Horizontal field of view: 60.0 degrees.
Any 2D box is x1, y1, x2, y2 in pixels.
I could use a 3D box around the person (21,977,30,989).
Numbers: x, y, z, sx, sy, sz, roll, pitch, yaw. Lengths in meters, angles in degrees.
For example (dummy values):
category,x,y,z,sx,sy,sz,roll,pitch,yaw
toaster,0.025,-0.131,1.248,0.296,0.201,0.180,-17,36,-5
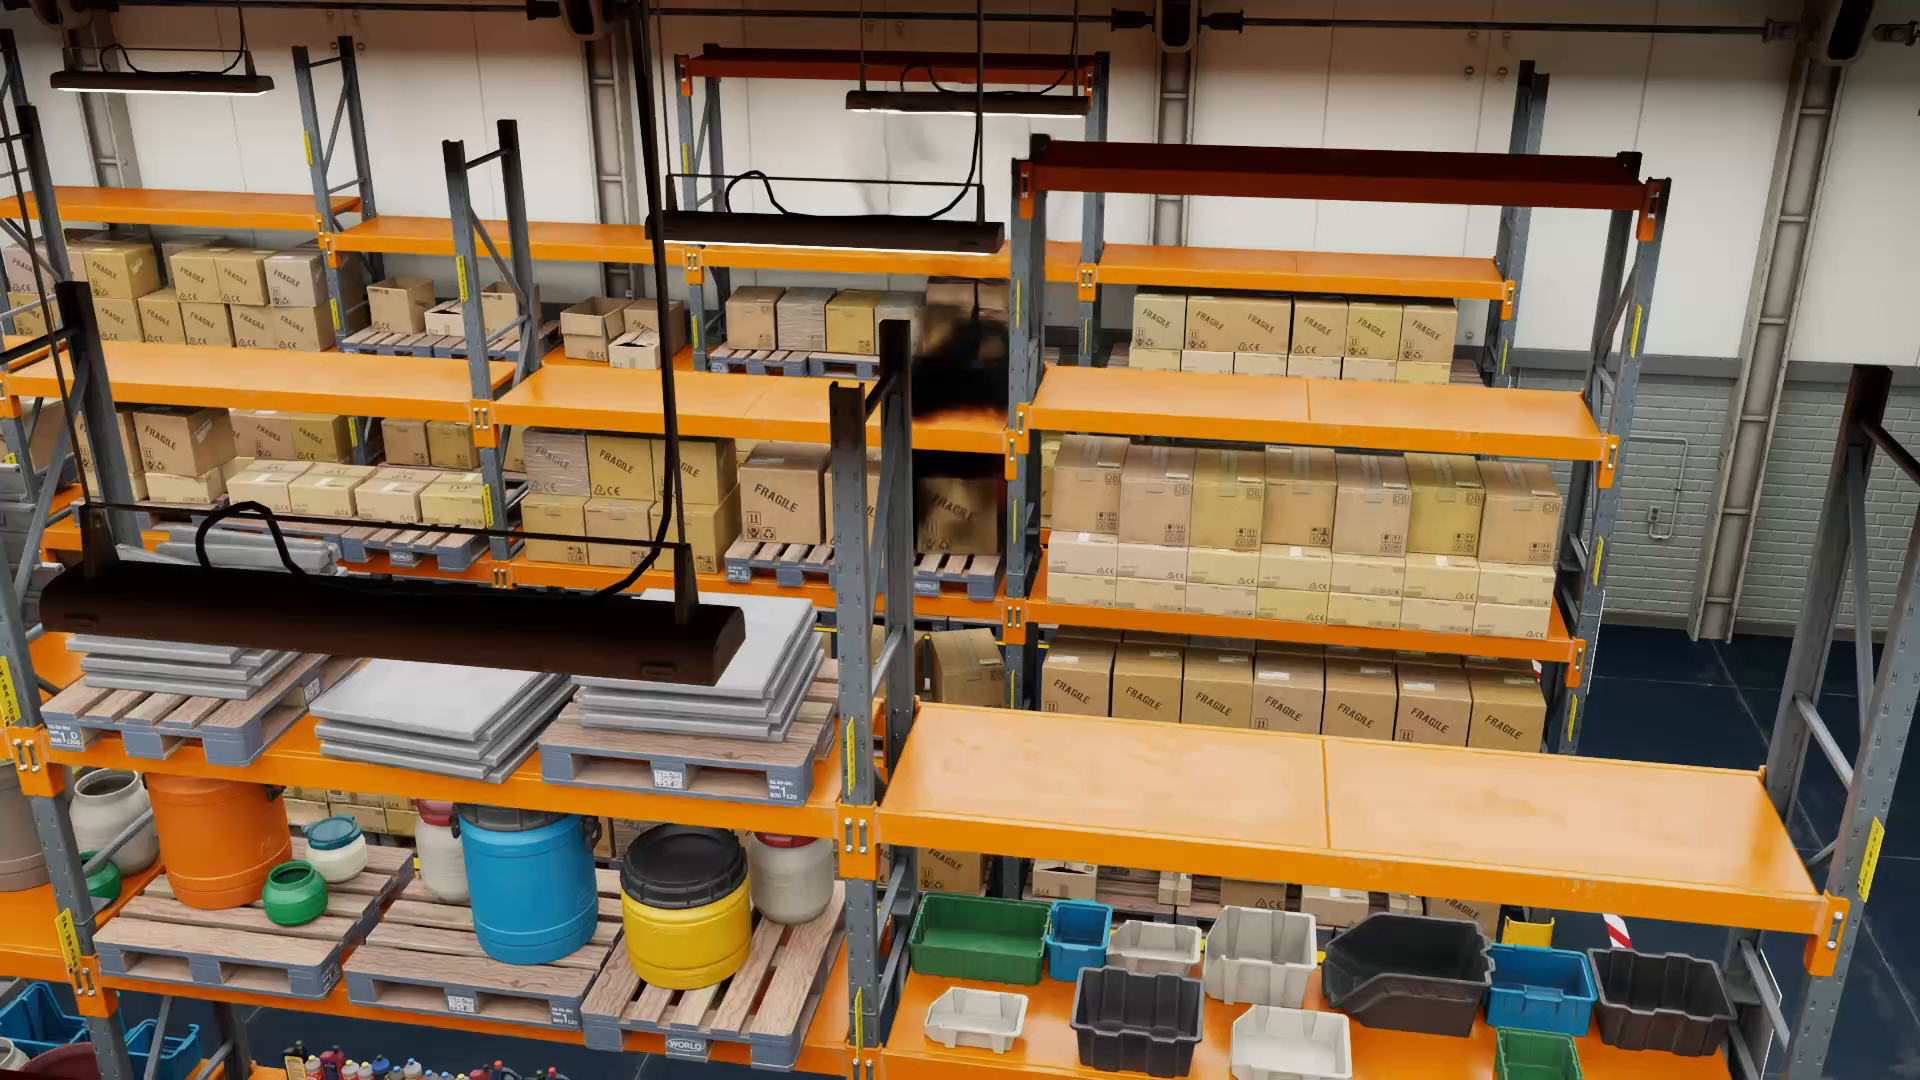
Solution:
category,x,y,z,sx,sy,sz,roll,pitch,yaw
person,-6.805,2.777,11.662,0.698,1.734,0.632,3,23,8
